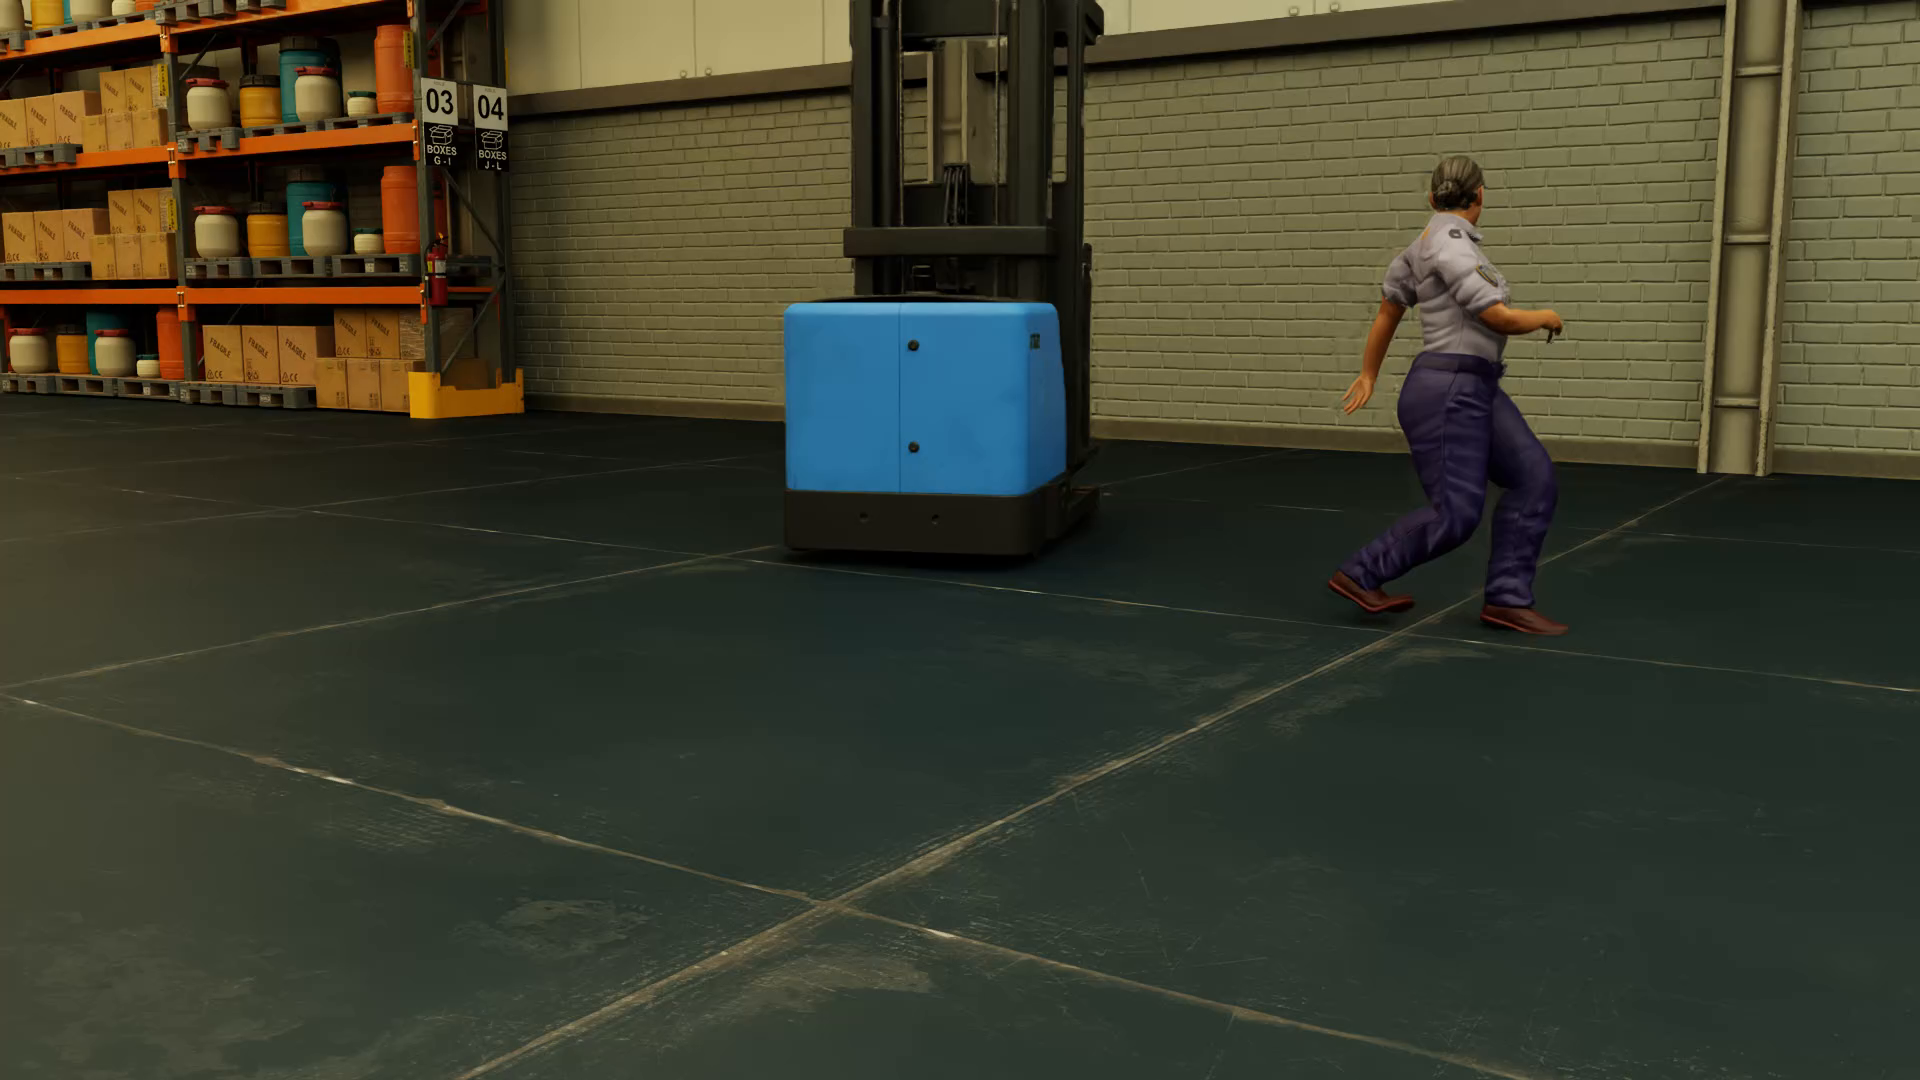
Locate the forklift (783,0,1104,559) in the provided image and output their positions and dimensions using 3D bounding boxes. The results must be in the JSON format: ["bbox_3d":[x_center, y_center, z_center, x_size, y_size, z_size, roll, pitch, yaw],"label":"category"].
[{"bbox_3d":[0.086,-1.539,8.017,1.130,2.935,3.031,2,8,12],"label":"forklift"}]

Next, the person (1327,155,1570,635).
[{"bbox_3d":[1.636,-0.477,5.516,0.817,1.571,0.521,4,9,24],"label":"person"}]
